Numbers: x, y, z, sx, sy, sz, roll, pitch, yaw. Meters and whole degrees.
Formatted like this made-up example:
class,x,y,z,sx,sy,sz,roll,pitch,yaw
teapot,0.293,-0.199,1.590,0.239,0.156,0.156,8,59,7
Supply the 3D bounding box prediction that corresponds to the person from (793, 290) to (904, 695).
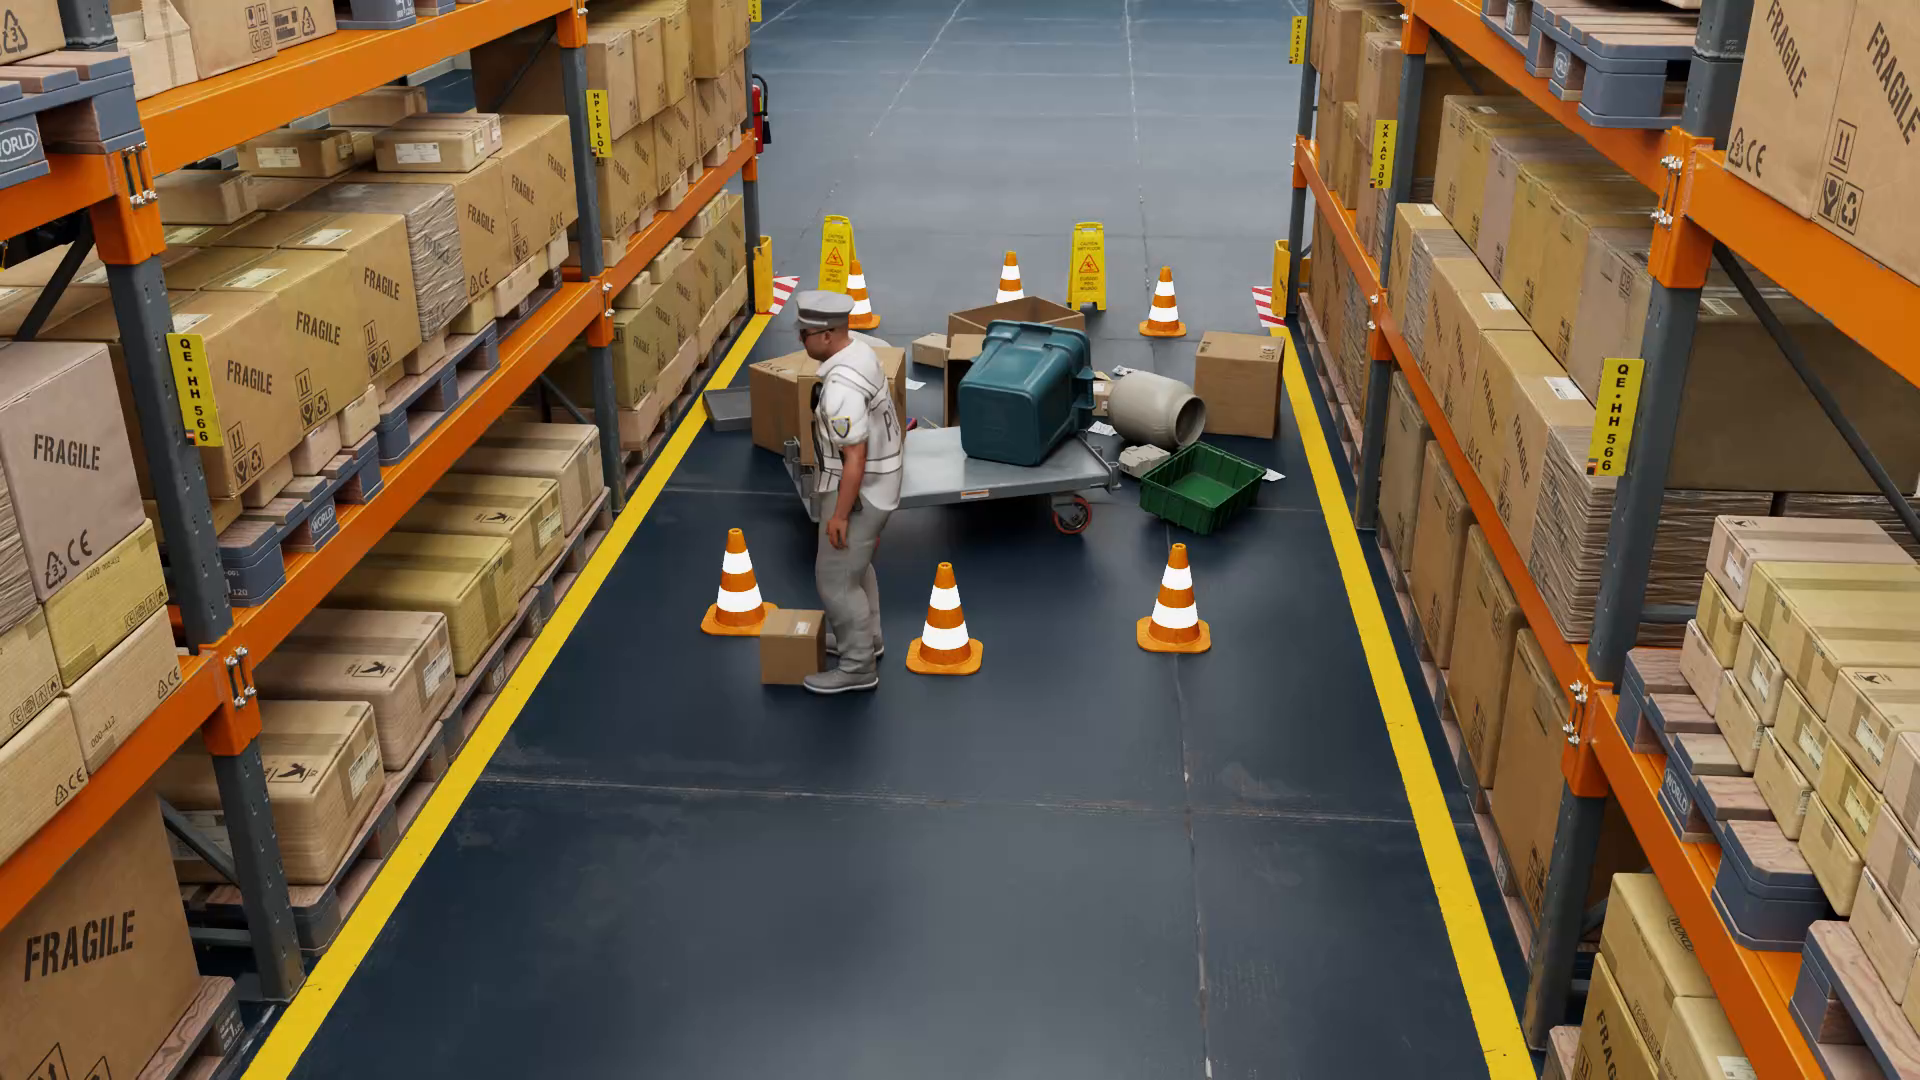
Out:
class,x,y,z,sx,sy,sz,roll,pitch,yaw
person,-0.461,-0.202,7.043,0.443,1.746,0.590,1,24,2
